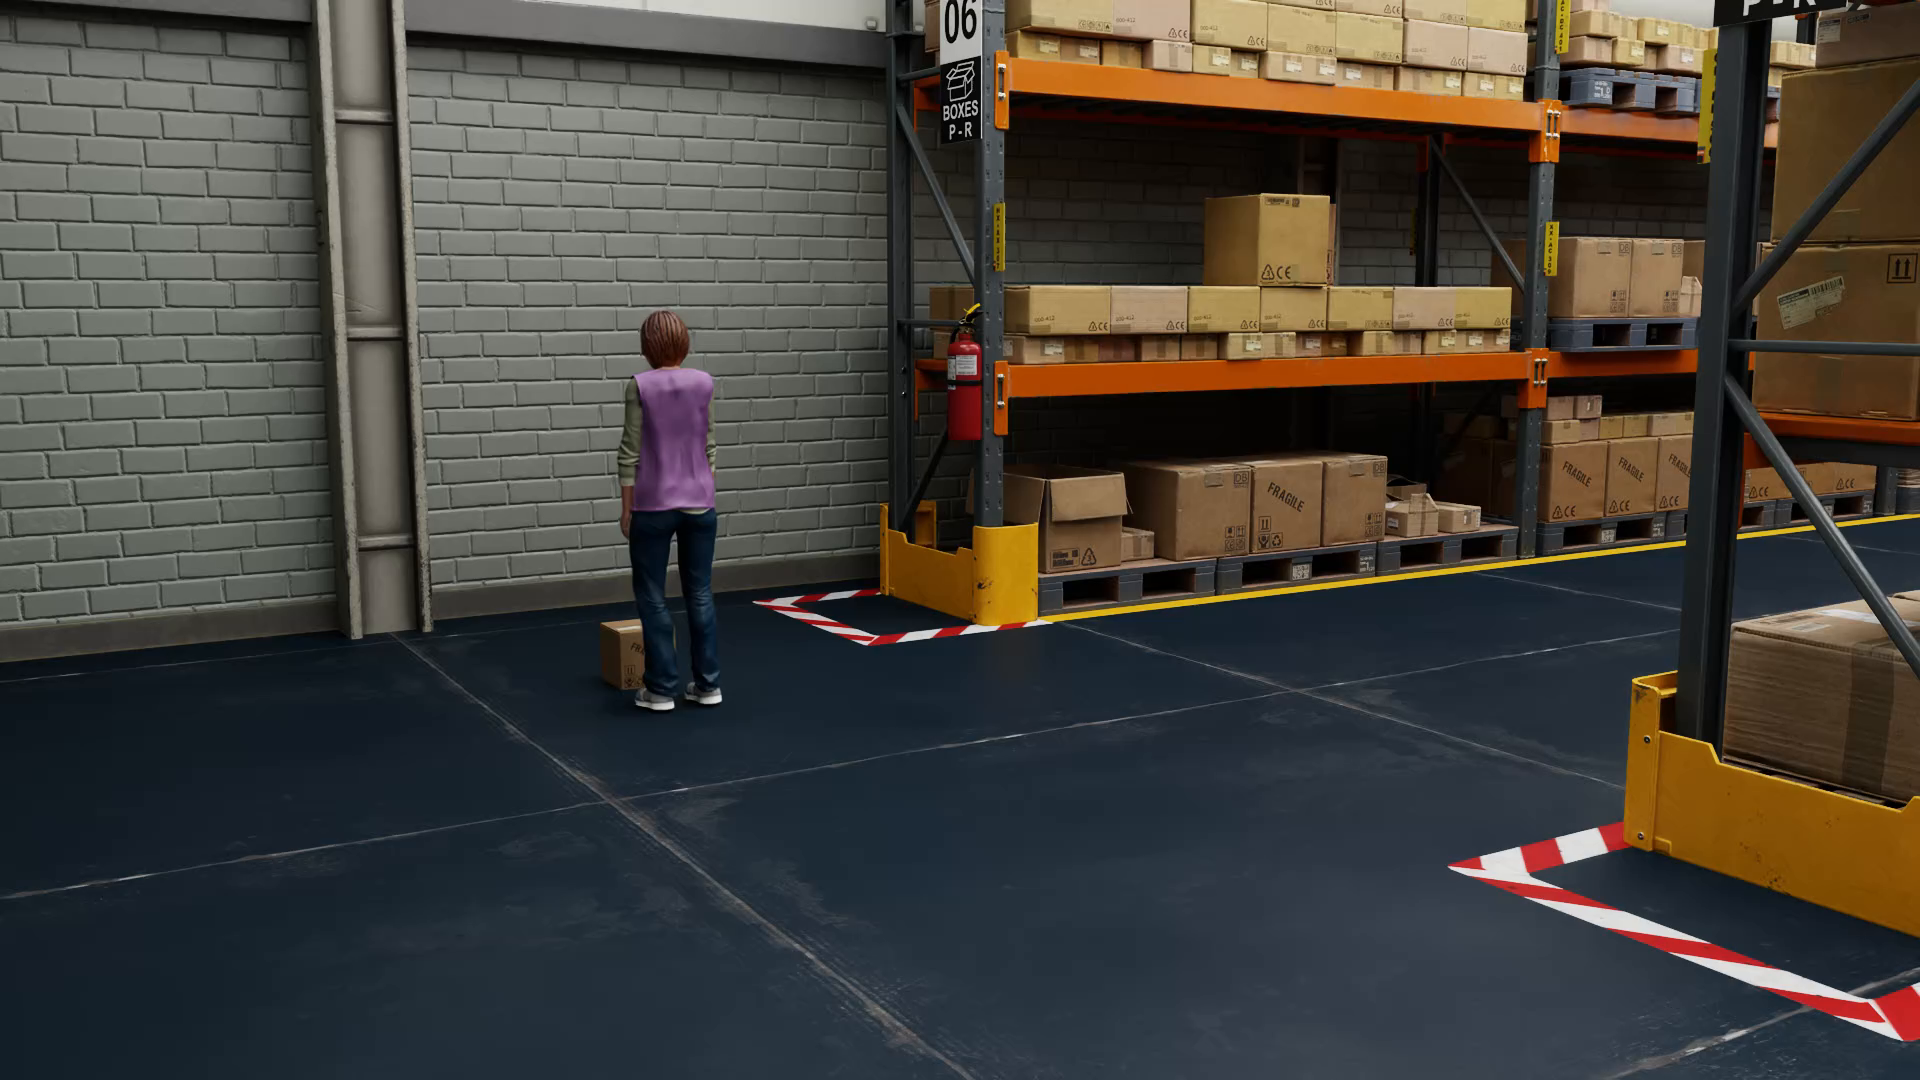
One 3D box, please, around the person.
[{"bbox_3d":[-1.165,-0.105,6.647,0.407,1.583,0.299,-5,10,-30],"label":"person"}]
